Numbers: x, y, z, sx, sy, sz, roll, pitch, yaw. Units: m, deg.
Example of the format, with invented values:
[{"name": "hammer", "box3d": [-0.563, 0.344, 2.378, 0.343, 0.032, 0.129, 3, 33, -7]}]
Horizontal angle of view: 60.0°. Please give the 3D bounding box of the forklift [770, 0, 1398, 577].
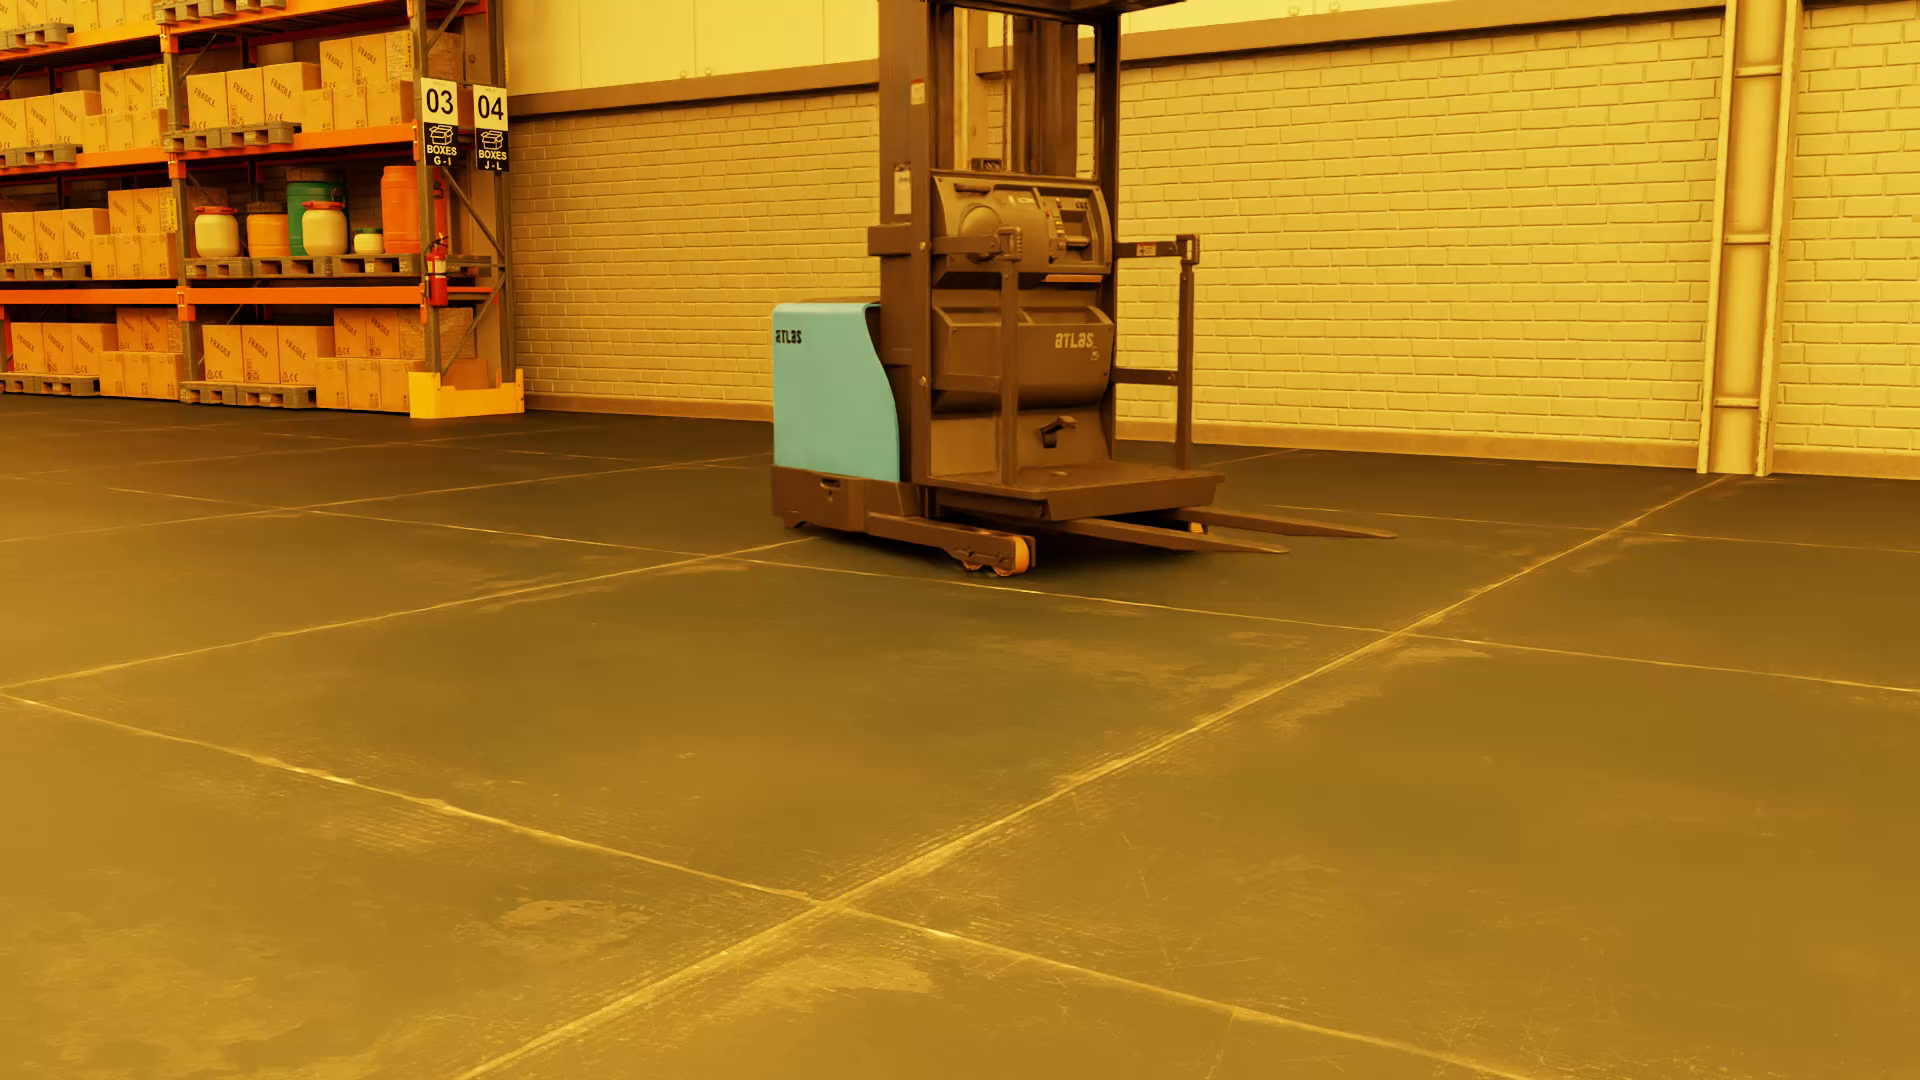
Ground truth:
[{"name": "forklift", "box3d": [0.412, -1.383, 6.922, 1.130, 2.935, 3.031, -6, 10, -38]}]
